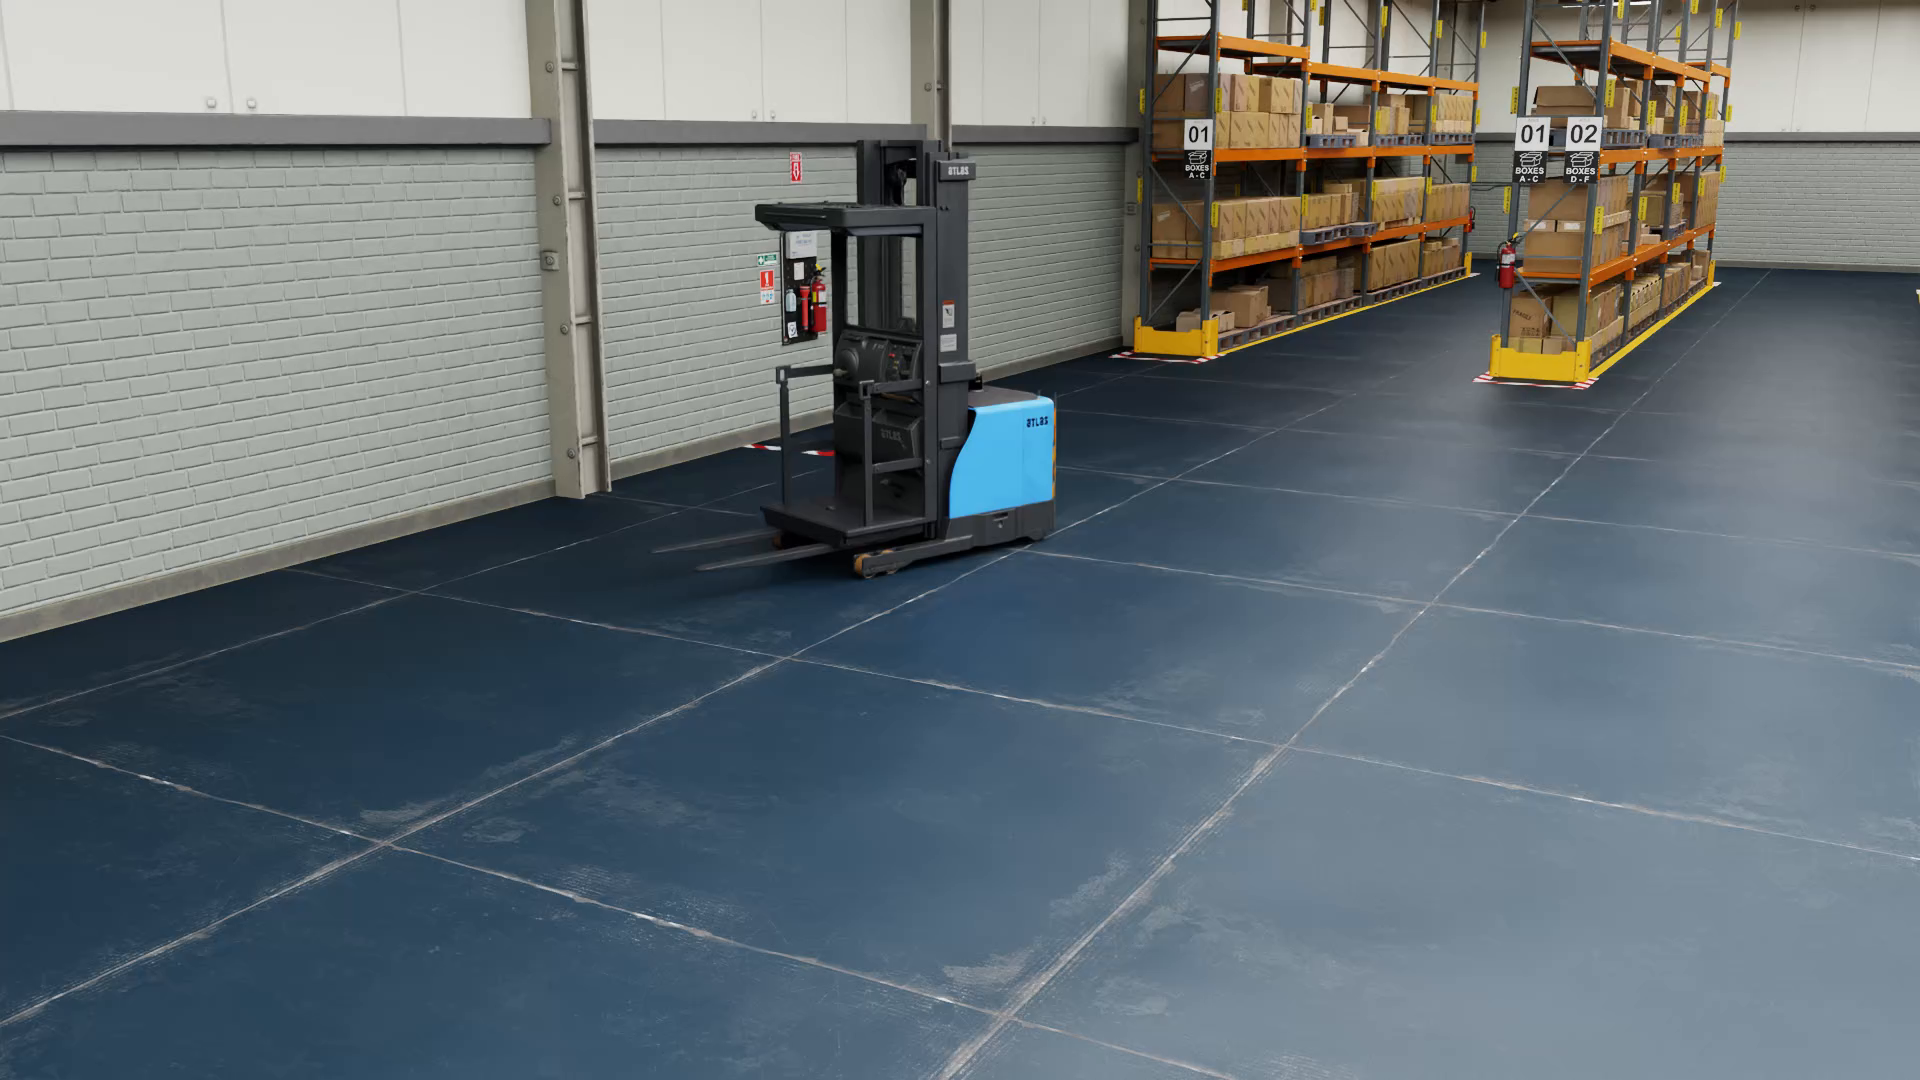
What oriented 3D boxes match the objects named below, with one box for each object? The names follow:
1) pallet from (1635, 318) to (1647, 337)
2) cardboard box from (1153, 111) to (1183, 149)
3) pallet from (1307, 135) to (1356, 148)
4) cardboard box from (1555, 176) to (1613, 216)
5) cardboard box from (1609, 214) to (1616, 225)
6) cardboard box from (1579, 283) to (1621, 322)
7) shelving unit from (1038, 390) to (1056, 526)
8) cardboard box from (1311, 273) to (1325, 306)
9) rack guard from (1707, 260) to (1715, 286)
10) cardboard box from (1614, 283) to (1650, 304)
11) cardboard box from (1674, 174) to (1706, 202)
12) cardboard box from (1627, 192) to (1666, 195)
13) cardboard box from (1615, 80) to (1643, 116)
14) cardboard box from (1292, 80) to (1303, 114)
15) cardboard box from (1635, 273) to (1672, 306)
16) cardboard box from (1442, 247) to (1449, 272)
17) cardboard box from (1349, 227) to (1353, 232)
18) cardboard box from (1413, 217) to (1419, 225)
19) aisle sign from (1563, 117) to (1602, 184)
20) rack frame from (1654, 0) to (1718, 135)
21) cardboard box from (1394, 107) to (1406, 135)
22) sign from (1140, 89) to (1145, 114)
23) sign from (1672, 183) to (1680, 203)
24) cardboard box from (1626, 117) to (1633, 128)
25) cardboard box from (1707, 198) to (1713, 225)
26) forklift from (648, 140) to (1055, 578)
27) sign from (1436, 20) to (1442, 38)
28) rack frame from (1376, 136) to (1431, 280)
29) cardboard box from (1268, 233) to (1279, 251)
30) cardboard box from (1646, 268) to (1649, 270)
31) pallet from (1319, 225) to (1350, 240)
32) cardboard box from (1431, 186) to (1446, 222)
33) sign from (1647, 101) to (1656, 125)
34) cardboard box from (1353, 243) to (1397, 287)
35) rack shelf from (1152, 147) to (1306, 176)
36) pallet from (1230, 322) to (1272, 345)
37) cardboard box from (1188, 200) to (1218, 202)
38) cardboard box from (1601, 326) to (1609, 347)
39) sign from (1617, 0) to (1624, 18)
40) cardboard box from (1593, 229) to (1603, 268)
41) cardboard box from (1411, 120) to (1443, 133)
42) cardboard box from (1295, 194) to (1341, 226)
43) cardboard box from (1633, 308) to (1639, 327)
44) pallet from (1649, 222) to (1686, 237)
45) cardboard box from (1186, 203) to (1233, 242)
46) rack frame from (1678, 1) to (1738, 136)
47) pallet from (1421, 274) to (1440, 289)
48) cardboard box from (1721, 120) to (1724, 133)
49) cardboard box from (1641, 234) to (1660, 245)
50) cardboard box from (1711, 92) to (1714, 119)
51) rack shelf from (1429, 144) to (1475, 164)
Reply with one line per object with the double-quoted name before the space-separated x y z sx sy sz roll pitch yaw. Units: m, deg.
"pallet" 10.181 -3.392 26.154 1.003 0.211 1.213 7 15 28
"cardboard box" 2.978 -5.712 23.169 0.500 0.500 0.500 9 16 32
"pallet" 5.822 -6.596 27.494 1.213 0.211 1.003 7 15 28
"cardboard box" 8.333 -4.620 22.314 0.700 0.500 0.500 7 15 28
"cardboard box" 8.711 -4.365 22.640 0.380 0.149 0.250 8 16 30
"cardboard box" 8.985 -3.352 23.407 0.500 0.500 0.500 7 15 28
"shelving unit" 0.578 -0.616 12.847 0.252 1.050 0.215 -11 17 -39
"cardboard box" 5.761 -4.265 28.219 0.700 0.500 0.500 8 15 29
"rack guard" 15.034 -5.572 34.580 1.175 0.500 0.348 7 15 28
"cardboard box" 10.430 -3.853 25.890 0.500 0.311 0.500 8 16 30
"cardboard box" 13.611 -6.582 31.087 0.500 0.500 0.500 8 16 29
"cardboard box" 12.436 -6.015 29.974 0.700 0.500 0.500 10 17 37
"cardboard box" 9.603 -6.417 24.175 0.500 0.500 0.500 8 15 29
"cardboard box" 4.927 -6.771 25.428 0.500 0.500 0.500 6 15 23
"cardboard box" 11.674 -4.221 28.038 0.500 0.500 0.500 8 16 30
"cardboard box" 9.998 -5.992 35.423 0.700 0.500 0.500 7 15 26
"cardboard box" 7.227 -5.651 30.067 0.380 0.149 0.250 7 15 27
"cardboard box" 8.782 -6.274 32.653 0.380 0.149 0.250 8 16 29
"aisle sign" 7.573 -4.736 20.231 0.394 0.787 0.004 7 15 28
"rack frame" 13.137 -8.899 30.244 1.000 3.000 0.127 7 15 28
"cardboard box" 8.065 -7.974 31.656 0.700 0.500 0.500 7 15 27
"sign" 2.522 -6.036 22.883 0.100 0.325 0.005 7 15 28
"sign" 11.691 -5.662 27.150 0.100 0.325 0.005 7 15 28
"cardboard box" 8.926 -5.671 22.597 0.380 0.149 0.250 7 15 28
"cardboard box" 14.599 -6.520 32.966 0.500 0.500 0.500 8 15 28
"forklift" -0.745 -1.300 11.672 3.031 2.935 1.130 -11 17 -39
"sign" 9.280 -9.893 32.206 0.100 0.325 0.005 7 15 28
"rack frame" 8.799 -6.543 33.272 1.000 3.000 0.127 7 15 28
"cardboard box" 4.490 -4.501 25.079 0.500 0.250 0.500 7 15 28
"cardboard box" 11.949 -4.593 29.581 0.500 0.500 0.500 7 15 26
"pallet" 5.944 -5.218 28.187 1.003 0.211 1.213 7 15 28
"cardboard box" 9.433 -6.947 34.310 0.980 0.700 0.700 7 15 27
"sign" 9.757 -6.026 23.459 0.100 0.325 0.005 7 15 28
"cardboard box" 7.765 -5.196 31.378 0.750 0.750 0.750 7 15 28
"rack shelf" 3.965 -5.600 24.495 1.077 0.370 4.000 7 15 28
"pallet" 4.049 -3.153 25.161 1.003 0.211 1.213 7 15 28
"cardboard box" 3.538 -4.712 24.354 0.500 0.500 0.500 7 15 27
"cardboard box" 8.517 -2.780 22.636 0.500 0.250 0.500 7 15 28
"sign" 10.724 -8.630 26.968 0.100 0.325 0.005 7 15 28
"cardboard box" 8.068 -3.873 21.984 0.700 0.500 0.500 7 15 28
"cardboard box" 9.364 -8.293 33.342 0.500 0.250 0.500 7 15 28
"cardboard box" 6.064 -5.629 28.330 0.700 0.500 0.500 7 15 28
"cardboard box" 9.930 -3.368 25.074 0.500 0.250 0.500 8 16 29
"pallet" 12.140 -5.468 29.223 1.003 0.211 1.213 7 15 28
"cardboard box" 3.492 -4.446 23.253 0.500 0.500 0.500 7 15 28
"rack frame" 15.071 -9.719 33.649 1.000 3.000 0.127 7 15 28
"pallet" 9.235 -5.334 34.210 1.003 0.211 1.213 7 15 28
"cardboard box" 15.046 -8.297 33.402 0.500 0.250 0.500 7 15 28
"cardboard box" 11.011 -4.824 26.678 0.380 0.149 0.250 7 15 28
"cardboard box" 13.941 -8.269 31.686 0.700 0.500 0.500 7 15 28
"rack shelf" 9.766 -8.062 34.707 1.077 0.370 4.000 7 15 28
